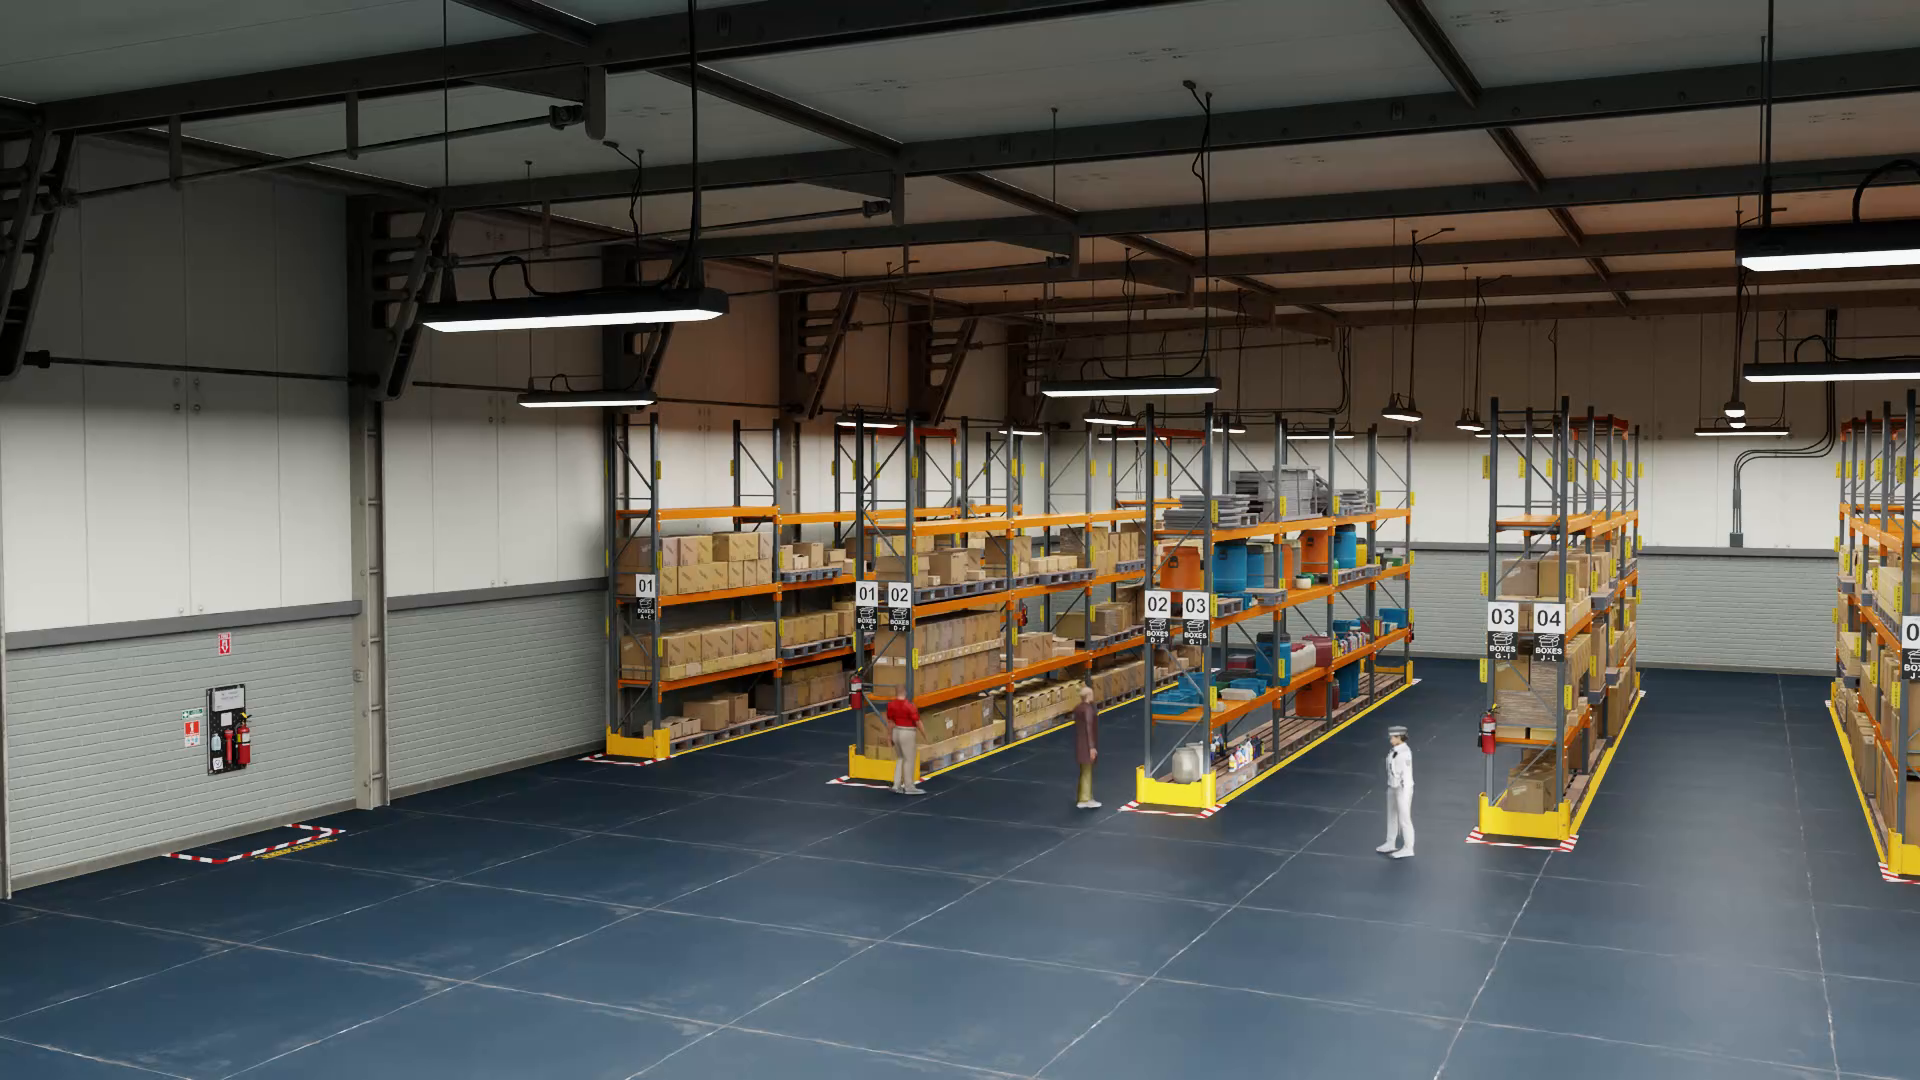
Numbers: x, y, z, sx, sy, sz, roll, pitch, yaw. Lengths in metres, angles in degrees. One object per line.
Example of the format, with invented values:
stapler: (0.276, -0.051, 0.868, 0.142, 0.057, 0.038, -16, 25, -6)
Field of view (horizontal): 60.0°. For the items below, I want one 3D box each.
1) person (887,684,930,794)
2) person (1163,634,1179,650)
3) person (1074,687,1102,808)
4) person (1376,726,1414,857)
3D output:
person: (-0.809, 3.094, 25.622, 0.559, 1.780, 0.593, -2, 3, -36)
person: (5.353, 2.377, 42.706, 0.522, 1.688, 0.353, -1, 2, -15)
person: (1.934, 3.096, 24.728, 0.445, 1.824, 0.682, -1, 2, -12)
person: (5.673, 3.253, 21.643, 0.409, 1.668, 0.531, 0, 2, -12)
